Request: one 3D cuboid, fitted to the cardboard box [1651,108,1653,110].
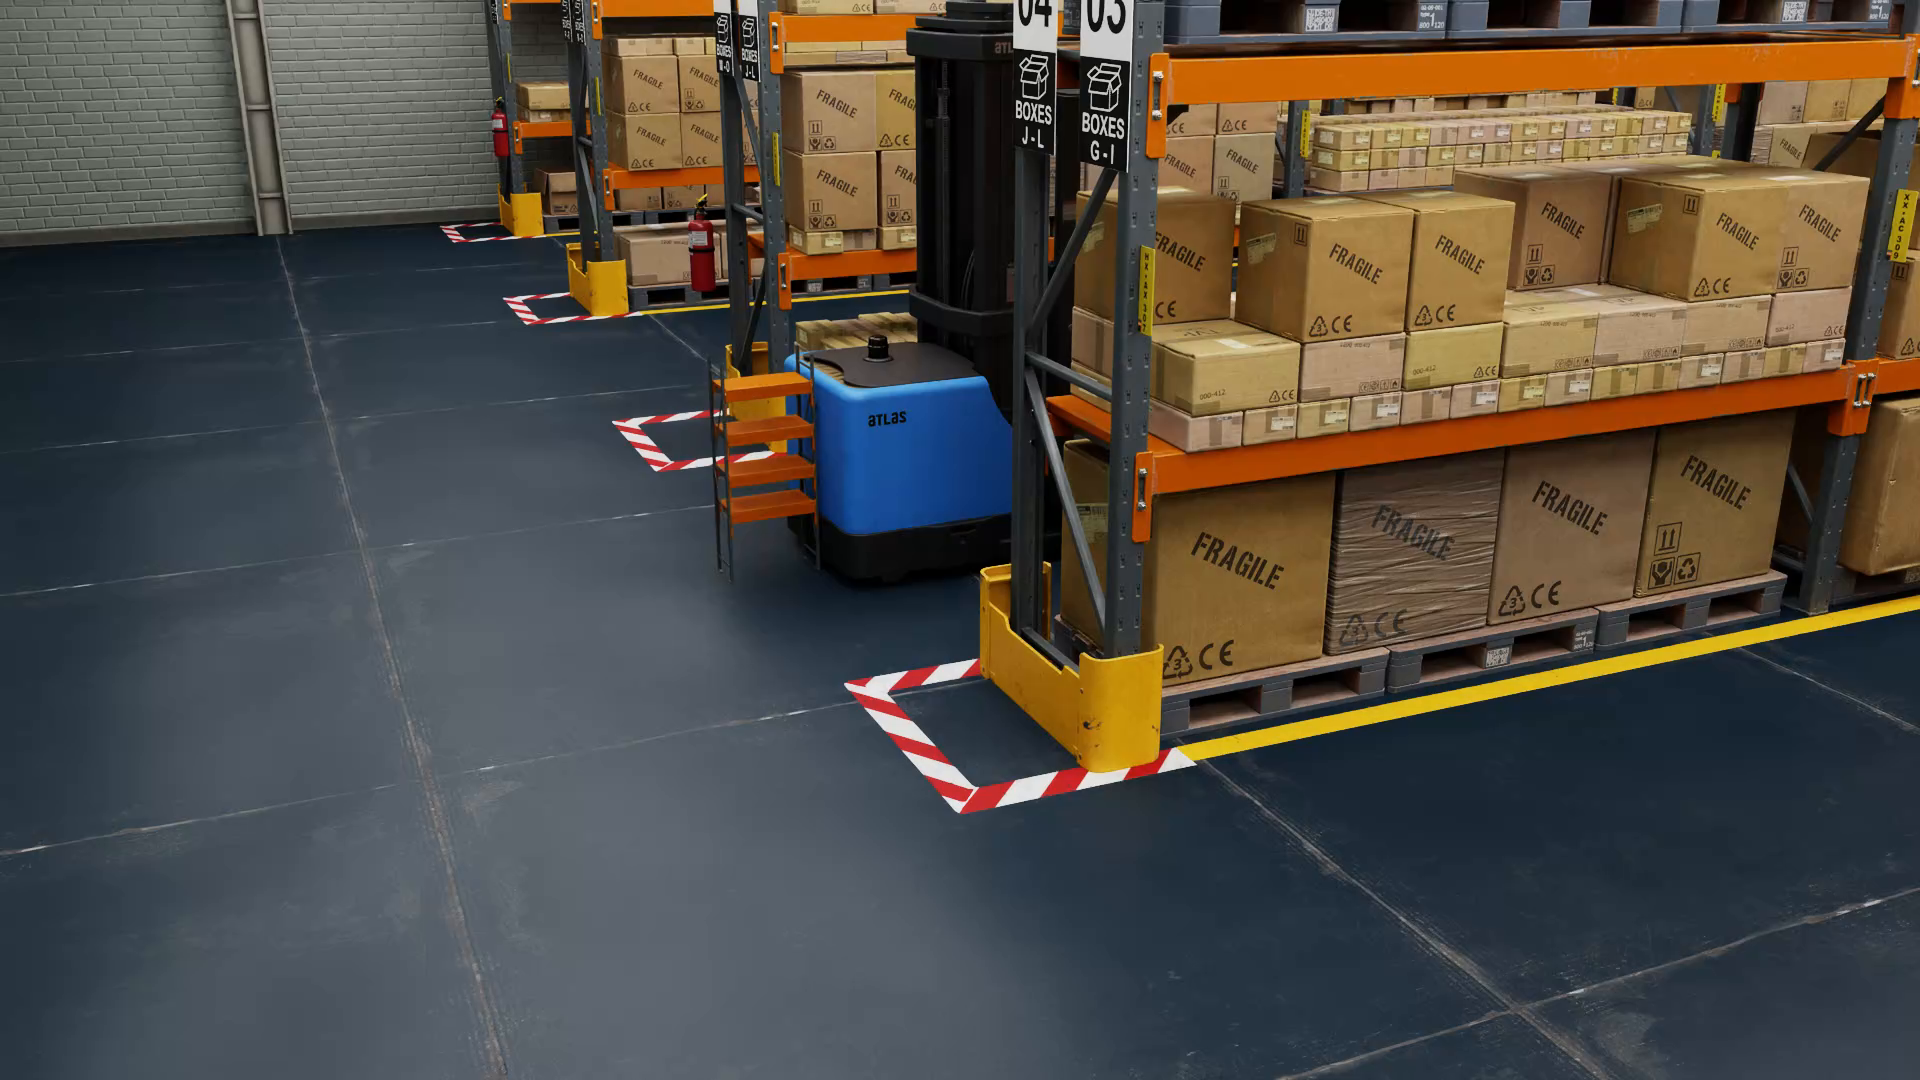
[{"bbox_3d":[8.205,-5.132,19.958,0.250,0.149,0.380,-8,21,-20],"label":"cardboard box"}]

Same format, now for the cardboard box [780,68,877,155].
[{"bbox_3d":[-0.870,-2.820,10.910,0.500,0.500,0.500,-8,21,-22],"label":"cardboard box"}]

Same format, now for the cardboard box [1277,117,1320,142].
[{"bbox_3d":[2.576,-3.181,12.891,0.250,0.149,0.380,-7,21,-19],"label":"cardboard box"}]

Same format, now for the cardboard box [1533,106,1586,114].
[{"bbox_3d":[4.984,-3.527,13.871,0.250,0.149,0.380,-8,21,-22],"label":"cardboard box"}]

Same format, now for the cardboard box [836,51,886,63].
[{"bbox_3d":[-1.025,-4.444,15.970,0.500,0.500,0.500,-8,21,-21],"label":"cardboard box"}]

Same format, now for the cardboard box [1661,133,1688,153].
[{"bbox_3d":[5.685,-3.251,13.537,0.250,0.149,0.380,-8,21,-21],"label":"cardboard box"}]

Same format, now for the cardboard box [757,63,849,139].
[{"bbox_3d":[-1.066,-2.978,11.359,0.500,0.500,0.500,-9,21,-23],"label":"cardboard box"}]

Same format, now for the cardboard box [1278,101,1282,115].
[{"bbox_3d":[3.091,-4.687,17.789,0.500,0.250,0.500,-9,21,-23],"label":"cardboard box"}]

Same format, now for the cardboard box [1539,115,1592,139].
[{"bbox_3d":[4.750,-3.258,13.109,0.250,0.149,0.380,-8,21,-22],"label":"cardboard box"}]

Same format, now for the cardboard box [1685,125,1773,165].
[{"bbox_3d":[6.477,-3.259,14.111,0.500,0.500,0.500,-8,21,-21],"label":"cardboard box"}]

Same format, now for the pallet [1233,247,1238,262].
[{"bbox_3d":[3.151,-3.335,18.677,1.213,0.211,1.003,-8,21,-22],"label":"pallet"}]

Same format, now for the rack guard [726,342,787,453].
[{"bbox_3d":[-1.318,-1.014,11.648,0.348,0.500,1.175,-8,21,-22],"label":"rack guard"}]

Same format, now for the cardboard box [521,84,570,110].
[{"bbox_3d":[-4.887,-5.239,19.663,0.500,0.250,0.500,-8,21,-22],"label":"cardboard box"}]

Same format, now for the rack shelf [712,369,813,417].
[{"bbox_3d":[-1.040,-0.773,8.727,0.480,0.148,0.258,-9,21,-24],"label":"rack shelf"}]

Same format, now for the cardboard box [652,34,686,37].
[{"bbox_3d":[-2.764,-4.712,15.756,0.250,0.149,0.380,-8,21,-22],"label":"cardboard box"}]

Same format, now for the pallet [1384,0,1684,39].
[{"bbox_3d":[2.283,-2.292,7.133,1.213,0.211,1.003,-8,21,-22],"label":"pallet"}]

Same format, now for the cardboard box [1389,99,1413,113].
[{"bbox_3d":[4.819,-4.846,18.514,0.250,0.149,0.380,-10,22,-25],"label":"cardboard box"}]

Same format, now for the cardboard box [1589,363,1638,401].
[{"bbox_3d":[2.827,-0.755,7.529,0.250,0.149,0.380,-9,21,-23],"label":"cardboard box"}]

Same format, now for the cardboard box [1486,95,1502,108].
[{"bbox_3d":[5.989,-5.052,19.100,0.250,0.149,0.380,-9,21,-24],"label":"cardboard box"}]

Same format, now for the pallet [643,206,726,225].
[{"bbox_3d":[-3.491,-4.151,20.994,1.213,0.211,1.003,-8,21,-22],"label":"pallet"}]

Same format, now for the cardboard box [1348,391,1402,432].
[{"bbox_3d":[1.650,-0.587,7.051,0.250,0.149,0.380,-8,21,-23],"label":"cardboard box"}]

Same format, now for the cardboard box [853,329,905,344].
[{"bbox_3d":[-0.567,-1.355,11.618,0.250,0.149,0.380,-8,21,-21],"label":"cardboard box"}]

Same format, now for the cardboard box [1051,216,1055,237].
[{"bbox_3d":[0.709,-2.254,11.785,0.250,0.149,0.380,-8,21,-21],"label":"cardboard box"}]

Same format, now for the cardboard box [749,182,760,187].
[{"bbox_3d":[-2.438,-4.633,21.581,0.500,0.311,0.500,-7,21,-20],"label":"cardboard box"}]

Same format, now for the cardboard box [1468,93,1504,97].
[{"bbox_3d":[5.832,-5.312,18.860,0.500,0.500,0.500,-9,21,-24],"label":"cardboard box"}]

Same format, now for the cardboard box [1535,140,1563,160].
[{"bbox_3d":[4.501,-3.081,13.053,0.250,0.149,0.380,-8,21,-21],"label":"cardboard box"}]

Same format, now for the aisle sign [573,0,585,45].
[{"bbox_3d":[-3.392,-4.807,14.744,0.004,0.787,0.394,-8,21,-22],"label":"aisle sign"}]

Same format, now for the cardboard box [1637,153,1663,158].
[{"bbox_3d":[5.458,-3.078,13.492,0.250,0.149,0.380,-8,21,-22],"label":"cardboard box"}]

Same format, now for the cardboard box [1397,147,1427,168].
[{"bbox_3d":[3.303,-2.909,12.566,0.250,0.149,0.380,-8,21,-21],"label":"cardboard box"}]

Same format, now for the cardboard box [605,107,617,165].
[{"bbox_3d":[-3.103,-3.870,15.847,0.500,0.500,0.500,-8,21,-22],"label":"cardboard box"}]

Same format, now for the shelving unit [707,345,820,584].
[{"bbox_3d":[-1.040,-0.402,8.858,0.503,1.200,0.258,-9,21,-24],"label":"shelving unit"}]

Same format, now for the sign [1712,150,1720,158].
[{"bbox_3d":[3.933,-1.856,8.653,0.005,0.325,0.100,-8,21,-22],"label":"sign"}]

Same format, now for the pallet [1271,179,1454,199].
[{"bbox_3d":[3.045,-2.675,12.891,1.213,0.211,1.003,-8,21,-22],"label":"pallet"}]

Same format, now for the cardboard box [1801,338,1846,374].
[{"bbox_3d":[4.007,-0.925,8.010,0.250,0.149,0.380,-8,21,-22],"label":"cardboard box"}]

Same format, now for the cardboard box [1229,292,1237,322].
[{"bbox_3d":[1.290,-0.938,7.447,0.500,0.250,0.500,-9,21,-23],"label":"cardboard box"}]

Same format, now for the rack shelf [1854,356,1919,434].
[{"bbox_3d":[5.993,-1.107,9.232,4.000,0.370,1.077,-8,21,-22],"label":"rack shelf"}]

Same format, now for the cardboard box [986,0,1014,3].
[{"bbox_3d":[0.079,-3.648,11.074,0.500,0.250,0.500,-9,21,-24],"label":"cardboard box"}]

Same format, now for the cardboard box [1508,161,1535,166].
[{"bbox_3d":[4.258,-2.906,13.004,0.250,0.149,0.380,-9,21,-24],"label":"cardboard box"}]

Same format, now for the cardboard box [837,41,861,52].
[{"bbox_3d":[-1.124,-4.743,15.845,0.250,0.149,0.380,-9,21,-23],"label":"cardboard box"}]

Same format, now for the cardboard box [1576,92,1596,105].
[{"bbox_3d":[7.214,-5.185,19.478,0.250,0.149,0.380,-8,21,-21],"label":"cardboard box"}]

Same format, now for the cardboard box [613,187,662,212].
[{"bbox_3d":[-4.011,-4.363,20.529,0.500,0.500,0.700,-7,21,-20],"label":"cardboard box"}]

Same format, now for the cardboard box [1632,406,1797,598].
[{"bbox_3d":[3.519,-0.317,8.471,0.875,0.875,0.875,-8,21,-22],"label":"cardboard box"}]

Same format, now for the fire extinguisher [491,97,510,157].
[{"bbox_3d":[-5.363,-4.819,19.371,0.183,0.674,0.296,-8,21,-22],"label":"fire extinguisher"}]

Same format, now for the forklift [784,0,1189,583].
[{"bbox_3d":[0.568,-1.472,9.290,3.031,2.935,1.130,-9,21,-24],"label":"forklift"}]

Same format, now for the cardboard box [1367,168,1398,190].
[{"bbox_3d":[3.081,-2.738,12.529,0.250,0.149,0.380,-8,21,-21],"label":"cardboard box"}]

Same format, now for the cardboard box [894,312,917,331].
[{"bbox_3d":[-0.298,-1.567,12.220,0.250,0.149,0.380,-9,21,-24],"label":"cardboard box"}]

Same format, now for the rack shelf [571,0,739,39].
[{"bbox_3d":[-1.605,-5.018,15.823,4.000,0.370,1.077,-8,21,-22],"label":"rack shelf"}]

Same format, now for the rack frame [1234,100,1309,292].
[{"bbox_3d":[2.285,-2.709,12.699,0.127,3.000,1.000,-8,21,-22],"label":"rack frame"}]

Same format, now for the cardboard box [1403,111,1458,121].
[{"bbox_3d":[3.773,-3.353,13.378,0.250,0.149,0.380,-9,21,-24],"label":"cardboard box"}]

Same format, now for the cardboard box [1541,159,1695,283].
[{"bbox_3d":[3.161,-1.559,8.082,0.500,0.500,0.500,-8,21,-22],"label":"cardboard box"}]

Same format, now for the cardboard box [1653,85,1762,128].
[{"bbox_3d":[6.374,-3.810,14.170,0.500,0.500,0.700,-8,21,-22],"label":"cardboard box"}]

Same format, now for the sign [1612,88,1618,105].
[{"bbox_3d":[5.735,-3.950,14.481,0.005,0.325,0.100,-8,21,-22],"label":"sign"}]

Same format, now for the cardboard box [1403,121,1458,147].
[{"bbox_3d":[3.549,-3.084,12.615,0.250,0.149,0.380,-8,21,-23],"label":"cardboard box"}]

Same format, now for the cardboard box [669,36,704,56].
[{"bbox_3d":[-2.509,-4.521,15.214,0.250,0.149,0.380,-7,21,-20],"label":"cardboard box"}]

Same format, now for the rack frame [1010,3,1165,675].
[{"bbox_3d":[0.484,-0.657,6.871,0.127,3.000,1.000,-8,21,-22],"label":"rack frame"}]

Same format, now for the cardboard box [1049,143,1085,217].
[{"bbox_3d":[0.536,-2.553,11.657,0.500,0.500,0.500,-9,21,-23],"label":"cardboard box"}]

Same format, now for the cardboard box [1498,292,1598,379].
[{"bbox_3d":[2.446,-0.913,7.376,0.500,0.250,0.500,-9,21,-23],"label":"cardboard box"}]

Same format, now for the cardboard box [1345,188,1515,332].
[{"bbox_3d":[1.964,-1.197,7.053,0.500,0.500,0.500,-9,21,-23],"label":"cardboard box"}]
